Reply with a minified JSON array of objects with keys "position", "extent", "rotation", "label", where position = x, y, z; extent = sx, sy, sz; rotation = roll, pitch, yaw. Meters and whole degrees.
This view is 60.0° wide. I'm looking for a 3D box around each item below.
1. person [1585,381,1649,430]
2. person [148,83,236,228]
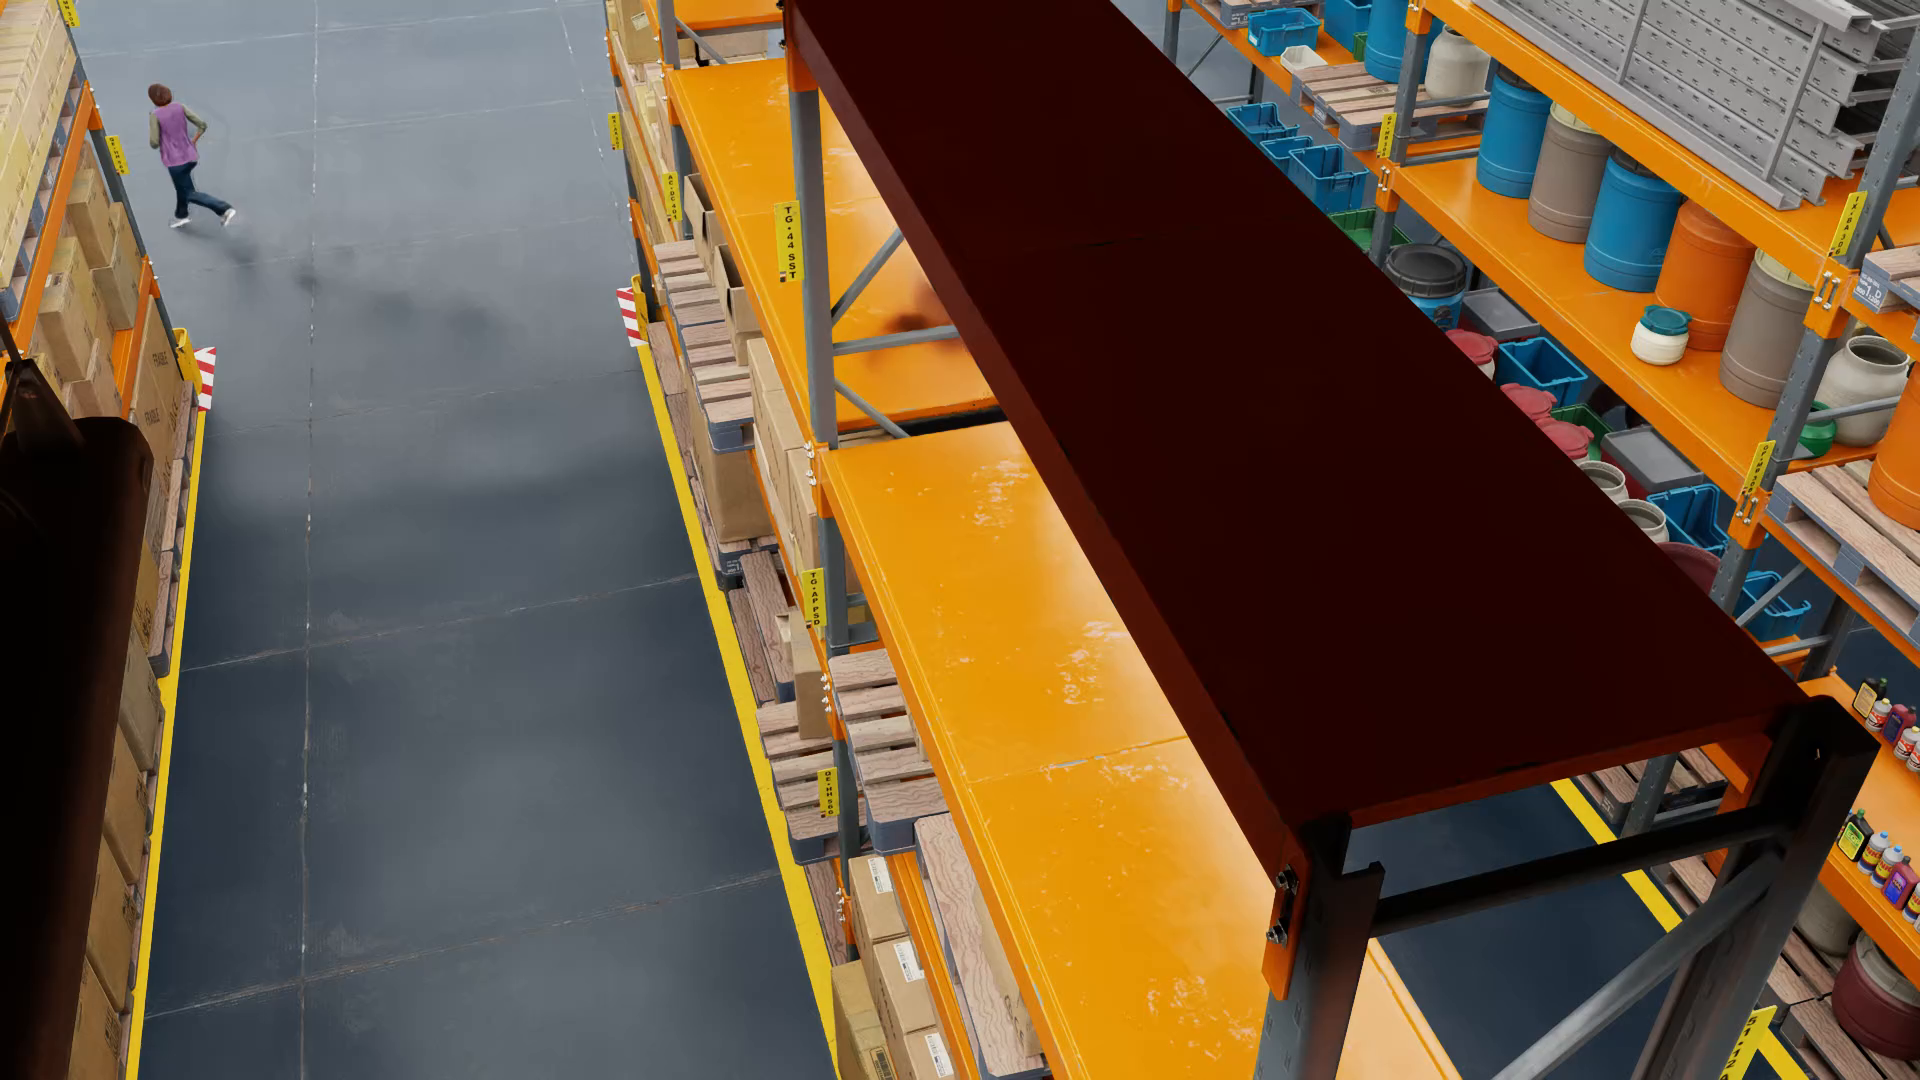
[{"position":[5.265,-1.191,12.990],"extent":[0.632,1.716,1.095],"rotation":[-12,40,-14],"label":"person"},{"position":[-7.561,-3.672,16.209],"extent":[1.019,1.601,0.508],"rotation":[15,41,18],"label":"person"}]
